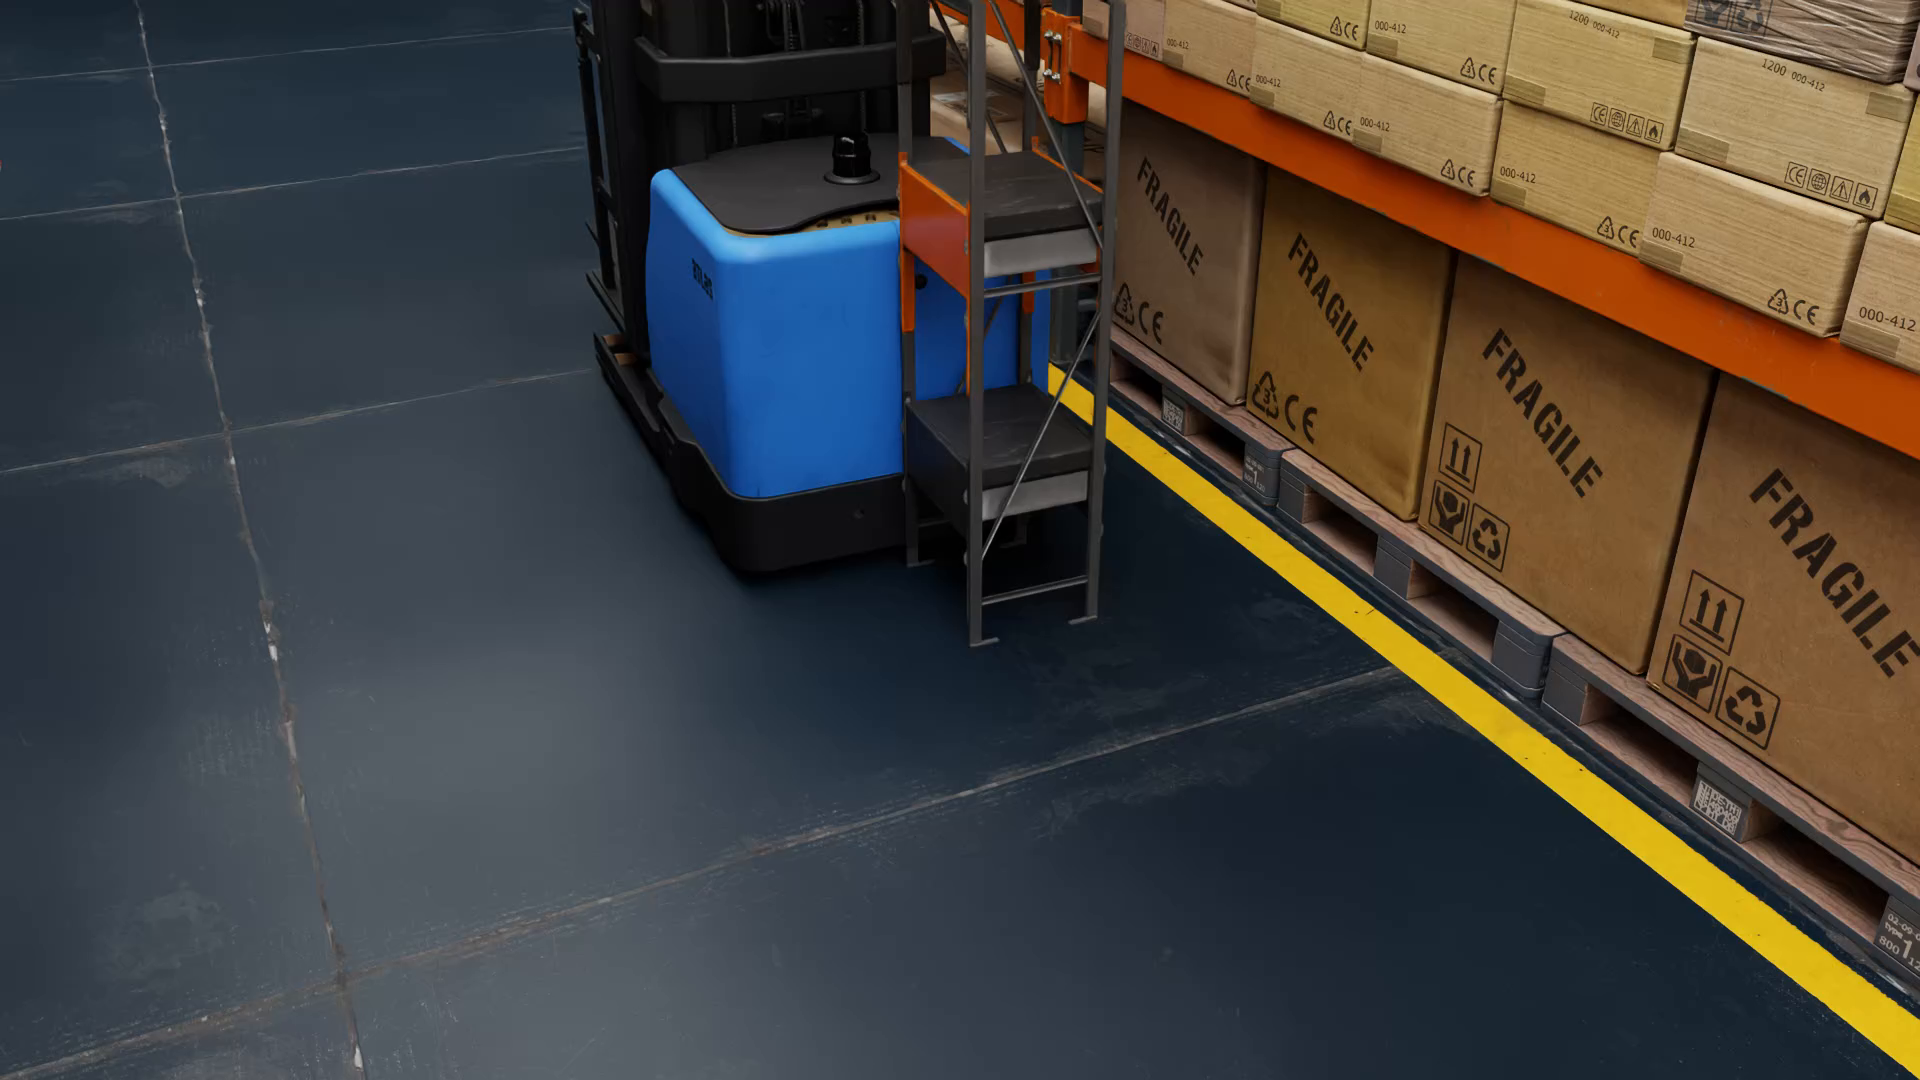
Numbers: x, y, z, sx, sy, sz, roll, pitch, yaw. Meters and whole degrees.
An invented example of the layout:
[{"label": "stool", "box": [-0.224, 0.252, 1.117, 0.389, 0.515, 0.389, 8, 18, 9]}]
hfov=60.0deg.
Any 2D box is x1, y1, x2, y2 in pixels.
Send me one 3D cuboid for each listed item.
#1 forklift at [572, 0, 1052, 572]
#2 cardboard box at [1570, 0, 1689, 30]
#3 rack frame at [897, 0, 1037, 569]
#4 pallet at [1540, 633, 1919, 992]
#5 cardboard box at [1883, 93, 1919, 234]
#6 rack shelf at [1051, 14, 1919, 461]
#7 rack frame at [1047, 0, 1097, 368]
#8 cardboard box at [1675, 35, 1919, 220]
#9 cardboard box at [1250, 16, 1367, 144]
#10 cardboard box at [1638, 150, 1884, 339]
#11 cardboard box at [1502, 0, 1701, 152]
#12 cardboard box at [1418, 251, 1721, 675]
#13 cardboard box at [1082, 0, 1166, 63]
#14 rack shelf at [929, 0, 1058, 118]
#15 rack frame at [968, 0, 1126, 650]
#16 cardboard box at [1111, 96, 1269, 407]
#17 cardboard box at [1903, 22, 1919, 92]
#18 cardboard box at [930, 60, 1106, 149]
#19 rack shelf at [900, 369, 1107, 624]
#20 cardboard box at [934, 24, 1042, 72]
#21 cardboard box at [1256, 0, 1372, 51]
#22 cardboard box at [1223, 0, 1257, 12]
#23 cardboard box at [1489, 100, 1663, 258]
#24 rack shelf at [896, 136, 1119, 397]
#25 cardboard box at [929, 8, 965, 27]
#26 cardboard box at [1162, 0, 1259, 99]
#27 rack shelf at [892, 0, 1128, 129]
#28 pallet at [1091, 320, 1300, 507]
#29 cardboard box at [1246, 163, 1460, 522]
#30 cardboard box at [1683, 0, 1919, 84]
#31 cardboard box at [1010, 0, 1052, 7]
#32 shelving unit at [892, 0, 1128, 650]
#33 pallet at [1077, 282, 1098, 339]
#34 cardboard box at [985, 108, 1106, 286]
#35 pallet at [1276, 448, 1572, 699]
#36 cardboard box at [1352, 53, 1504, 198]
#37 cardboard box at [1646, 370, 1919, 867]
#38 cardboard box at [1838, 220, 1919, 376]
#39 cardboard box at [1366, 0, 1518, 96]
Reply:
[{"label": "forklift", "box": [-0.749, -1.886, 5.617, 1.130, 2.935, 3.031, -12, 31, -20]}, {"label": "cardboard box", "box": [1.623, -1.440, 3.626, 0.500, 0.500, 0.500, -13, 32, -22]}, {"label": "rack frame", "box": [0.022, -0.868, 4.650, 0.400, 2.100, 0.015, -12, 31, -20]}, {"label": "pallet", "box": [2.246, 0.512, 4.122, 1.003, 0.211, 1.213, -13, 32, -22]}, {"label": "cardboard box", "box": [2.079, -0.654, 2.992, 0.500, 0.250, 0.500, -13, 32, -22]}, {"label": "rack shelf", "box": [1.658, -0.910, 4.542, 1.077, 0.370, 4.000, -13, 32, -22]}, {"label": "rack frame", "box": [0.799, -2.108, 5.942, 1.000, 3.000, 0.127, -13, 32, -22]}, {"label": "cardboard box", "box": [1.855, -0.880, 3.394, 0.500, 0.250, 0.500, -14, 32, -23]}, {"label": "cardboard box", "box": [1.179, -1.334, 4.716, 0.500, 0.250, 0.500, -13, 32, -22]}, {"label": "cardboard box", "box": [1.831, -0.667, 3.525, 0.500, 0.250, 0.500, -13, 32, -21]}, {"label": "cardboard box", "box": [1.617, -1.101, 3.790, 0.500, 0.250, 0.500, -14, 32, -23]}, {"label": "cardboard box", "box": [1.916, -0.315, 4.487, 0.875, 0.875, 0.875, -13, 32, -21]}, {"label": "cardboard box", "box": [0.749, -1.792, 5.533, 0.500, 0.250, 0.500, -14, 32, -23]}, {"label": "rack shelf", "box": [-0.060, -2.677, 7.693, 1.077, 0.370, 4.000, -13, 32, -22]}, {"label": "rack frame", "box": [0.211, -0.647, 4.258, 0.400, 2.100, 0.015, -12, 31, -20]}, {"label": "cardboard box", "box": [1.137, -1.107, 5.900, 0.875, 0.875, 0.875, -12, 31, -20]}, {"label": "cardboard box", "box": [2.058, -0.994, 2.831, 0.500, 0.500, 0.500, -14, 32, -23]}, {"label": "cardboard box", "box": [0.242, -1.868, 7.705, 0.875, 0.438, 0.875, -14, 32, -23]}, {"label": "rack shelf", "box": [0.117, -0.135, 4.803, 0.431, 0.518, 0.480, -12, 31, -20]}, {"label": "cardboard box", "box": [-0.144, -2.267, 8.416, 0.875, 0.438, 0.875, -12, 32, -21]}, {"label": "cardboard box", "box": [1.175, -1.554, 4.596, 0.500, 0.250, 0.500, -13, 32, -21]}, {"label": "cardboard box", "box": [0.982, -1.782, 5.004, 0.500, 0.250, 0.500, -13, 32, -21]}, {"label": "cardboard box", "box": [1.629, -0.892, 3.928, 0.500, 0.250, 0.500, -13, 32, -22]}, {"label": "rack shelf", "box": [0.117, -0.746, 4.461, 0.431, 0.518, 0.480, -12, 31, -20]}, {"label": "cardboard box", "box": [-0.545, -2.670, 9.134, 0.875, 0.438, 0.875, -14, 32, -24]}, {"label": "cardboard box", "box": [0.973, -1.564, 5.126, 0.500, 0.250, 0.500, -14, 32, -23]}, {"label": "rack shelf", "box": [0.117, -1.356, 4.118, 0.431, 0.518, 0.480, -12, 31, -20]}, {"label": "pallet", "box": [1.198, -0.566, 6.044, 1.003, 0.211, 1.213, -13, 32, -22]}, {"label": "cardboard box", "box": [1.532, -0.710, 5.192, 0.875, 0.875, 0.875, -12, 31, -21]}, {"label": "cardboard box", "box": [1.830, -1.219, 3.232, 0.500, 0.500, 0.500, -13, 32, -21]}, {"label": "cardboard box", "box": [0.369, -2.302, 6.187, 0.500, 0.500, 0.500, -13, 32, -22]}, {"label": "shelving unit", "box": [0.117, -0.757, 4.454, 0.431, 2.100, 0.503, -12, 31, -20]}, {"label": "pallet", "box": [0.543, -1.244, 7.252, 1.003, 0.211, 1.213, -13, 32, -22]}, {"label": "cardboard box", "box": [0.626, -1.473, 7.000, 0.875, 0.438, 0.875, -14, 32, -23]}, {"label": "pallet", "box": [1.726, -0.027, 5.082, 1.003, 0.211, 1.213, -13, 32, -22]}, {"label": "cardboard box", "box": [1.385, -1.112, 4.319, 0.500, 0.250, 0.500, -14, 32, -23]}, {"label": "cardboard box", "box": [2.295, 0.080, 3.783, 0.875, 0.875, 0.875, -13, 32, -22]}, {"label": "cardboard box", "box": [2.065, -0.444, 3.129, 0.500, 0.250, 0.500, -14, 32, -24]}, {"label": "cardboard box", "box": [1.394, -1.331, 4.199, 0.500, 0.250, 0.500, -14, 32, -23]}]
